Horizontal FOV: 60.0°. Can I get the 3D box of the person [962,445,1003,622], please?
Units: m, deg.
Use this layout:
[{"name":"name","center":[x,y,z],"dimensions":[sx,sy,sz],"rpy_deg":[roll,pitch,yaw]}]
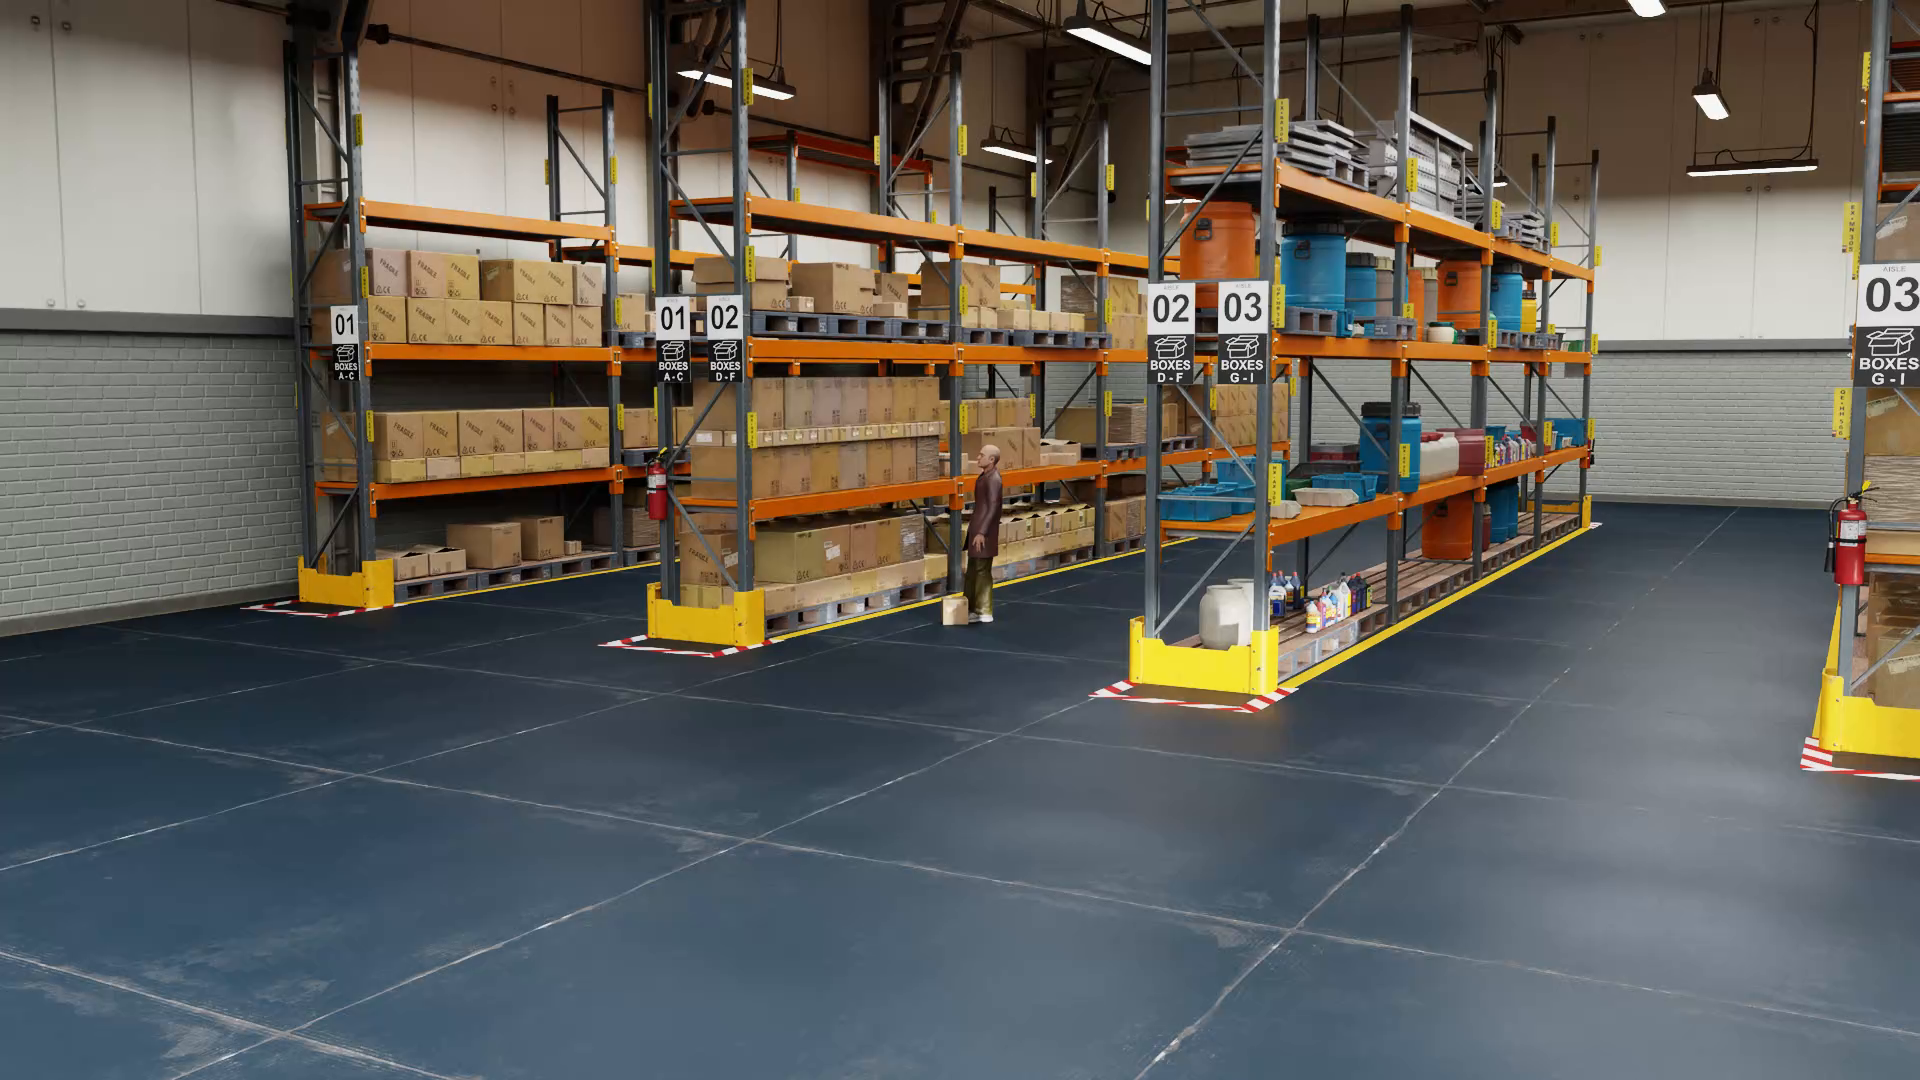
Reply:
[{"name":"person","center":[0.139,-0.065,16.621],"dimensions":[0.582,1.776,0.695],"rpy_deg":[0,6,-3]}]
